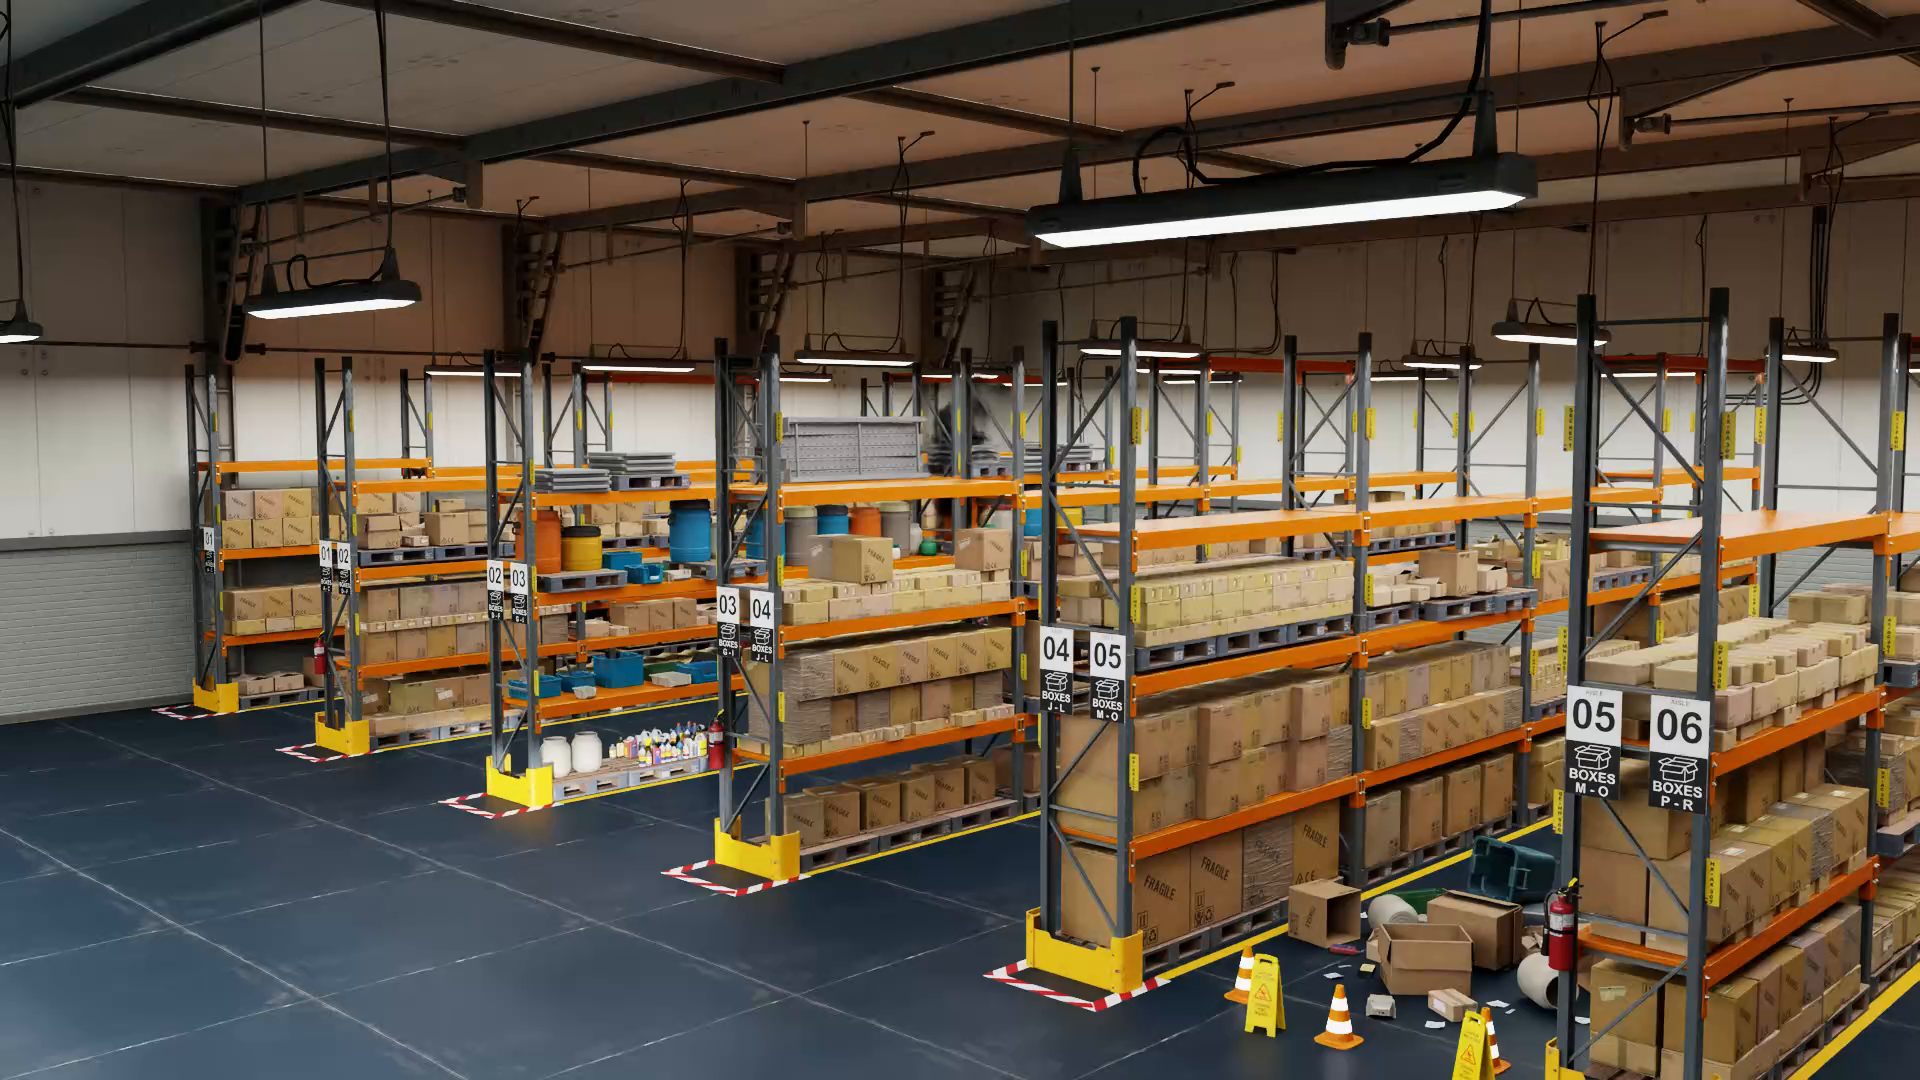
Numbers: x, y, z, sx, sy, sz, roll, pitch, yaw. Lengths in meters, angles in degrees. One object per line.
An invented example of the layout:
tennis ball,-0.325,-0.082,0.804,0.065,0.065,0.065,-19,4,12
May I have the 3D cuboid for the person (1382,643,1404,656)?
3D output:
person,6.644,2.336,25.348,0.631,1.823,0.694,3,6,38
